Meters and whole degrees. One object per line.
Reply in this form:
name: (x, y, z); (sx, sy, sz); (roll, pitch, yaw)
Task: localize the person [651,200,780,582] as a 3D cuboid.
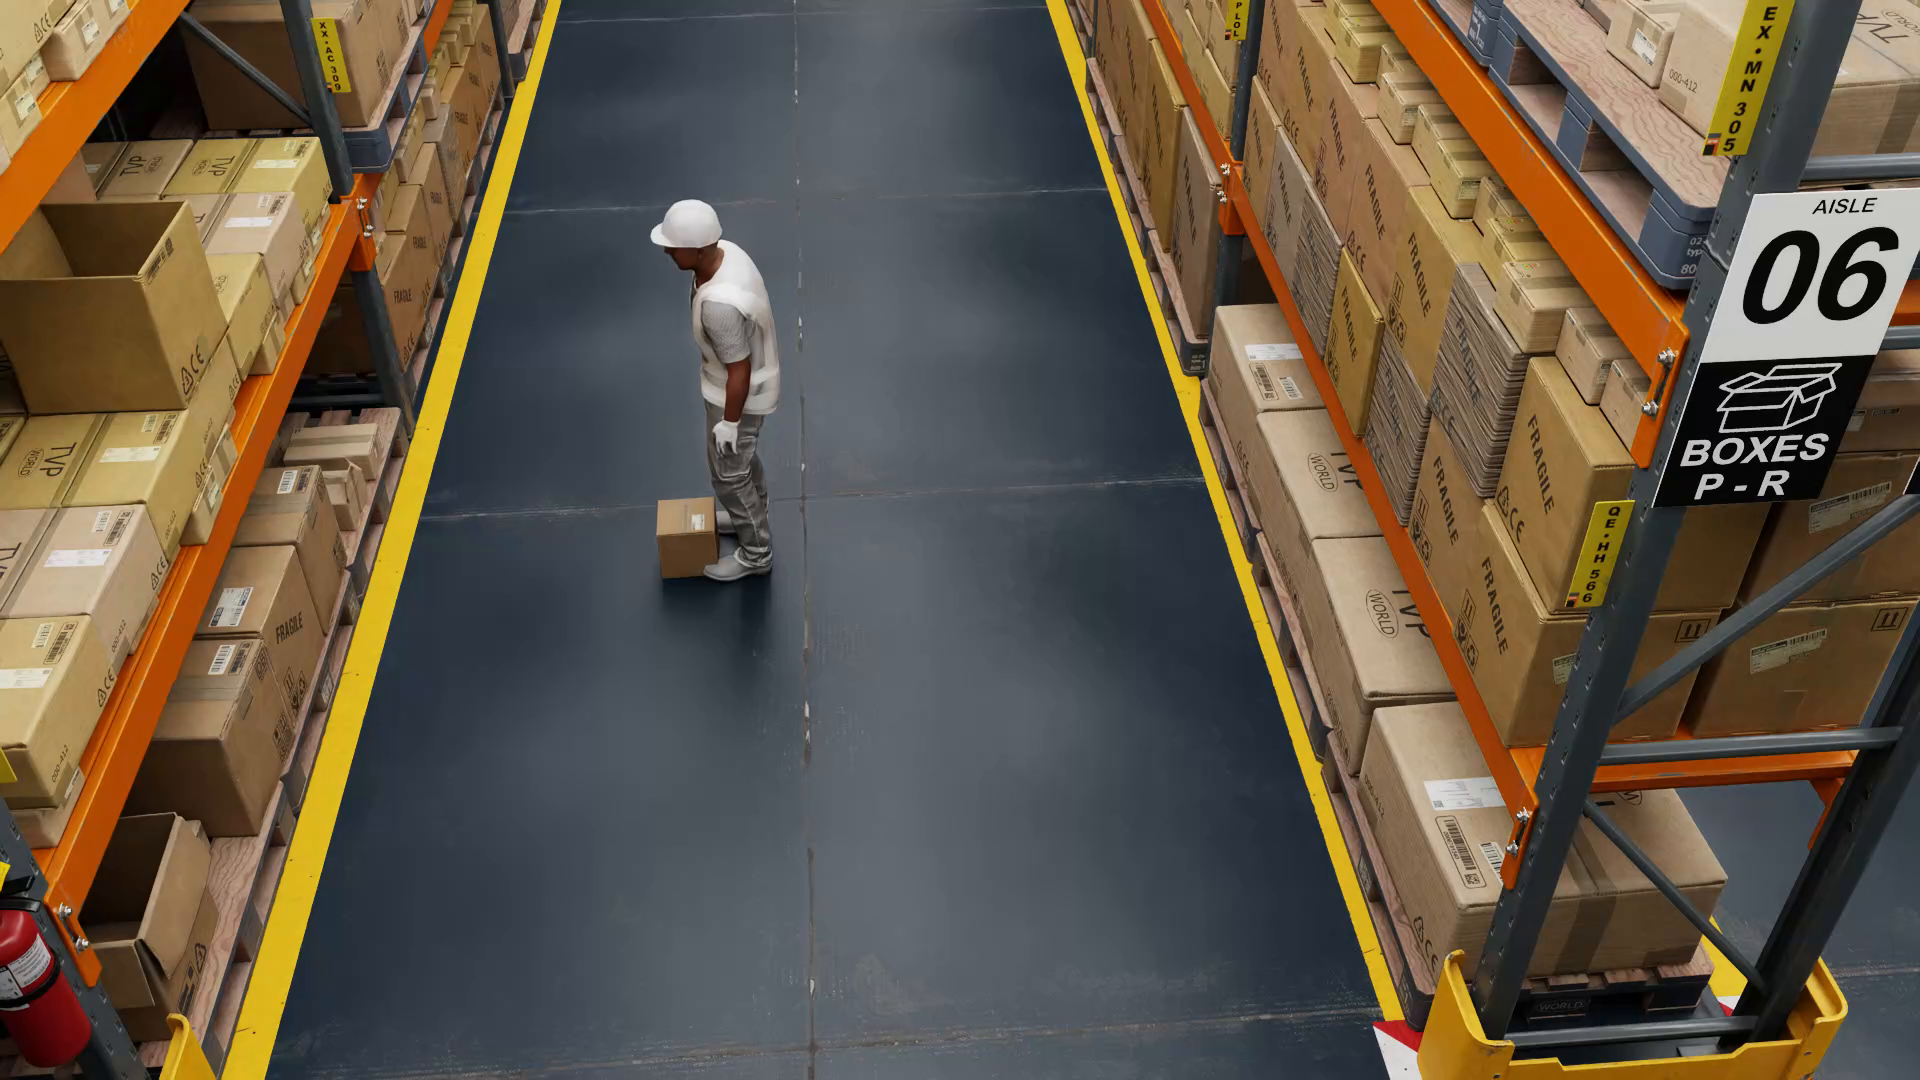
person: (-0.972, -0.622, 6.921); (0.452, 1.772, 0.615); (-5, 39, -6)
